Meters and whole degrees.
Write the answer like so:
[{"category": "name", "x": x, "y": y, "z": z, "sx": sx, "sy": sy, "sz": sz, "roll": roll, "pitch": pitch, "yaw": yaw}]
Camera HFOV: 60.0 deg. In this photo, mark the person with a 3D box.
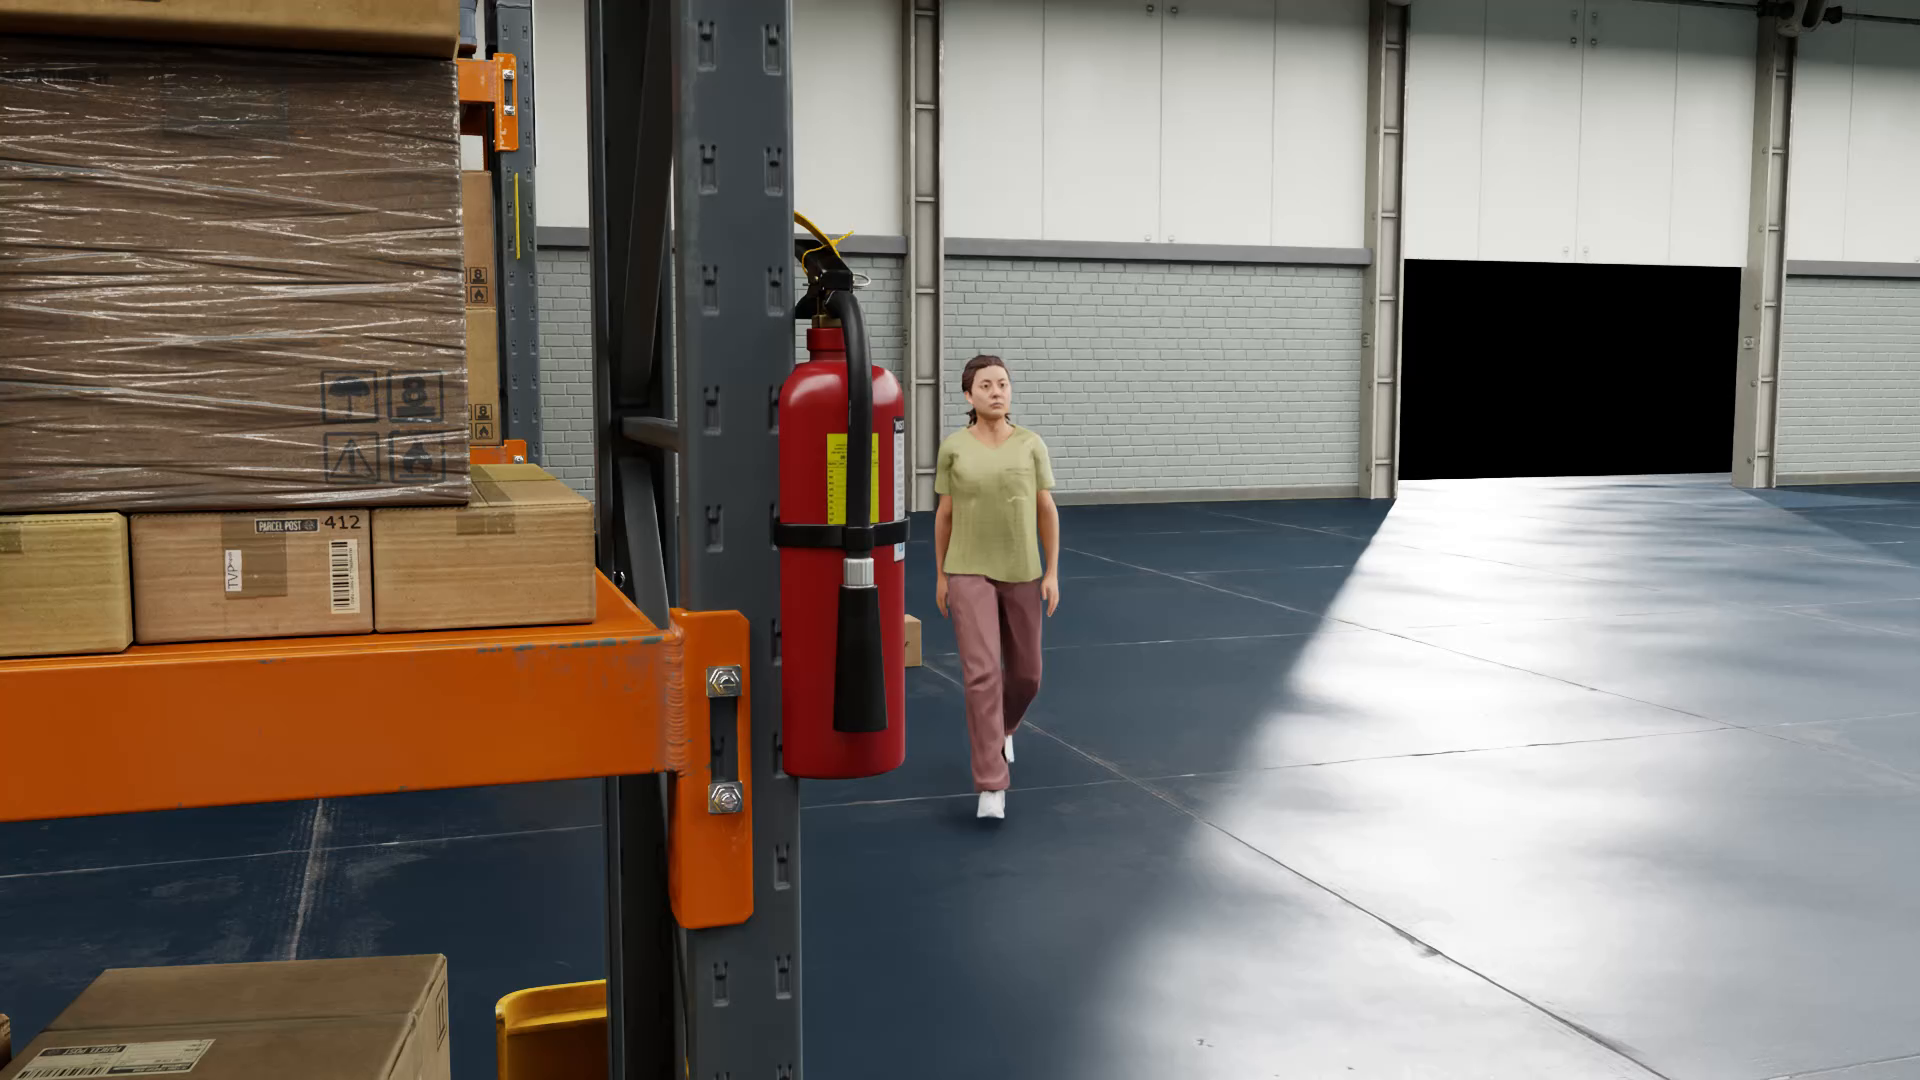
[{"category": "person", "x": 0.136, "y": 0.138, "z": 6.139, "sx": 0.454, "sy": 1.635, "sz": 0.882, "roll": -1, "pitch": 6, "yaw": -6}]
